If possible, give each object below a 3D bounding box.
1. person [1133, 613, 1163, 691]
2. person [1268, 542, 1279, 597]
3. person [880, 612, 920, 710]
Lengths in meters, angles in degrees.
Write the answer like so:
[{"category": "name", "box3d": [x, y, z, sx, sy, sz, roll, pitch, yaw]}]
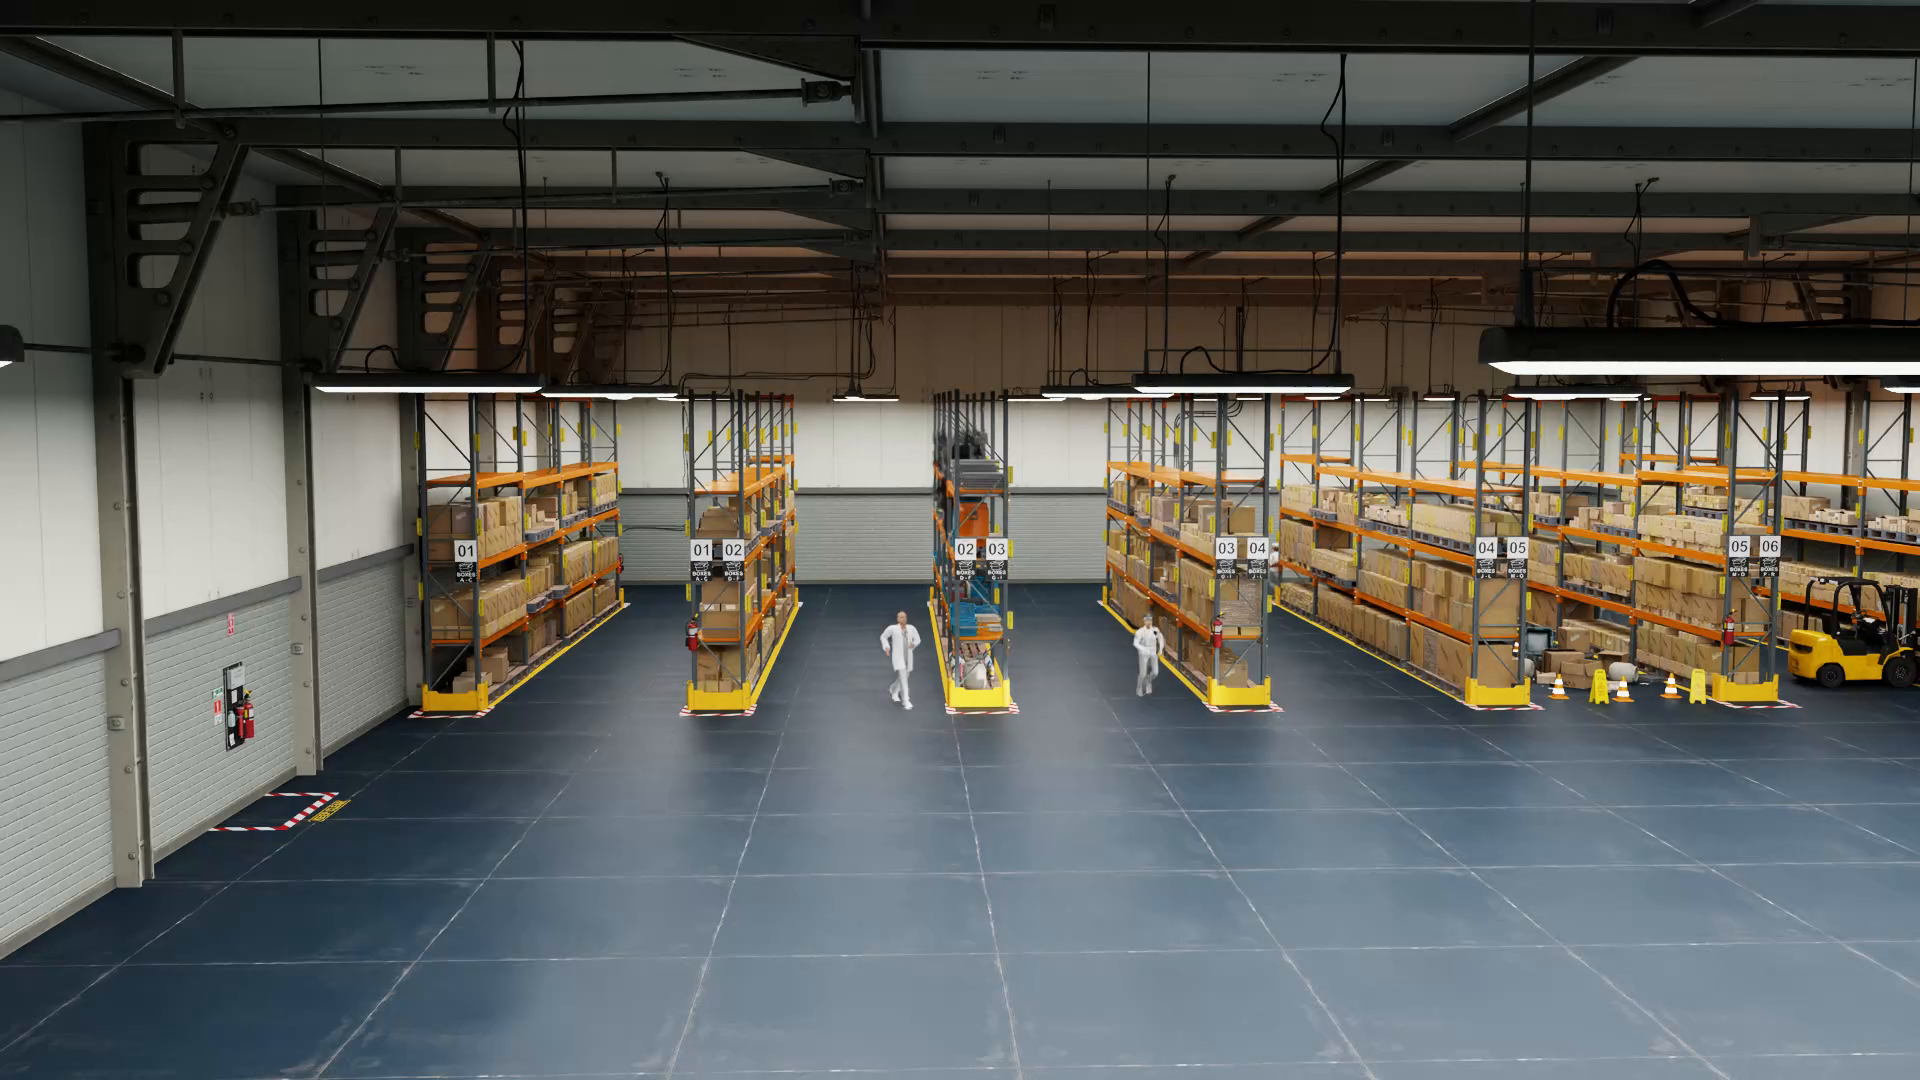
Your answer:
[{"category": "person", "box3d": [3.695, 2.203, 32.447, 0.648, 1.576, 0.630, -1, 5, -8]}, {"category": "person", "box3d": [9.198, 0.879, 49.110, 0.568, 1.715, 0.788, 1, 5, 12]}, {"category": "person", "box3d": [-1.088, 2.373, 31.635, 0.740, 1.601, 0.966, -3, 5, -31]}]
